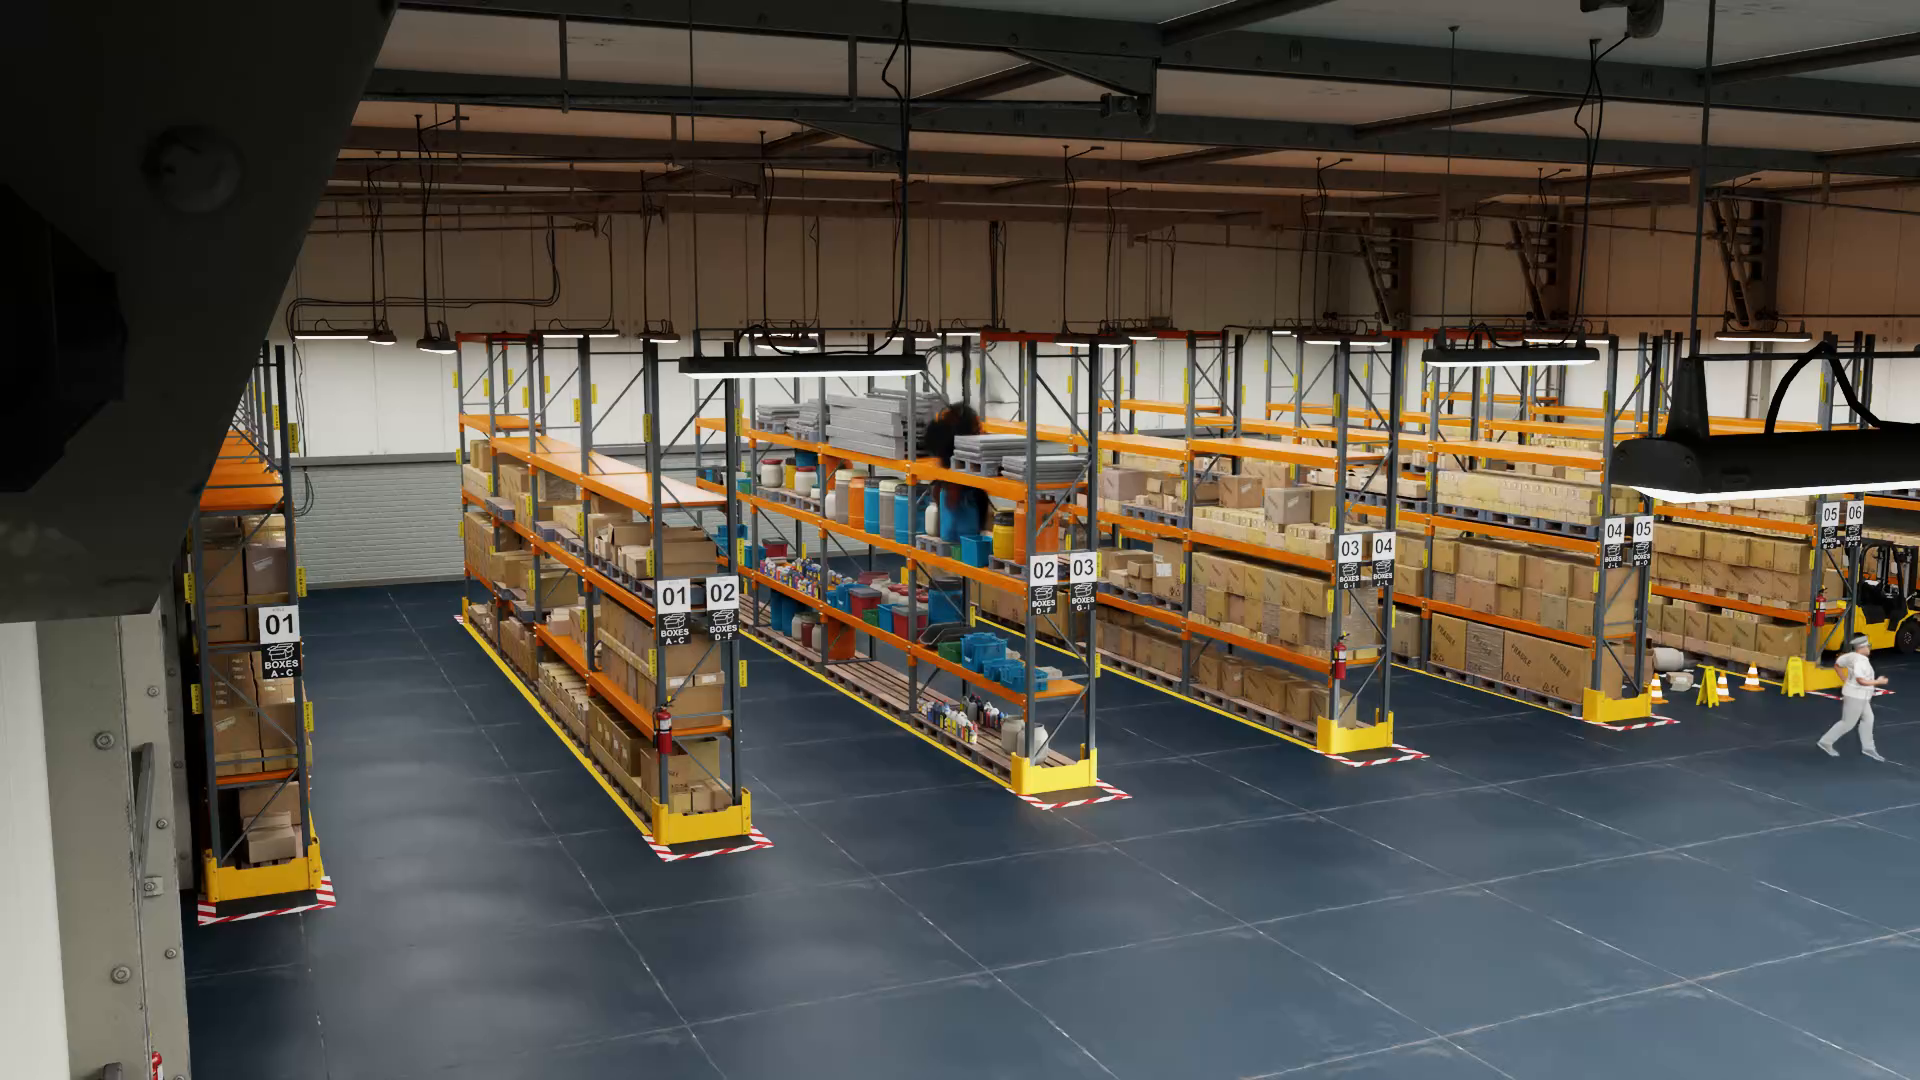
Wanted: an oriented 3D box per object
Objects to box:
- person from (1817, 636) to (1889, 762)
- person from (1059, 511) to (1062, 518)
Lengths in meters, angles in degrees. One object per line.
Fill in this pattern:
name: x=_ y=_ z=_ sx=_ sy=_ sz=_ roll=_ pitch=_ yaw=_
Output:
person: x=12.747 y=2.258 z=23.684 sx=0.892 sy=1.824 sz=0.635 roll=3 pitch=8 yaw=24
person: x=2.378 y=-0.008 z=41.152 sx=0.651 sy=1.595 sz=0.898 roll=5 pitch=9 yaw=32
